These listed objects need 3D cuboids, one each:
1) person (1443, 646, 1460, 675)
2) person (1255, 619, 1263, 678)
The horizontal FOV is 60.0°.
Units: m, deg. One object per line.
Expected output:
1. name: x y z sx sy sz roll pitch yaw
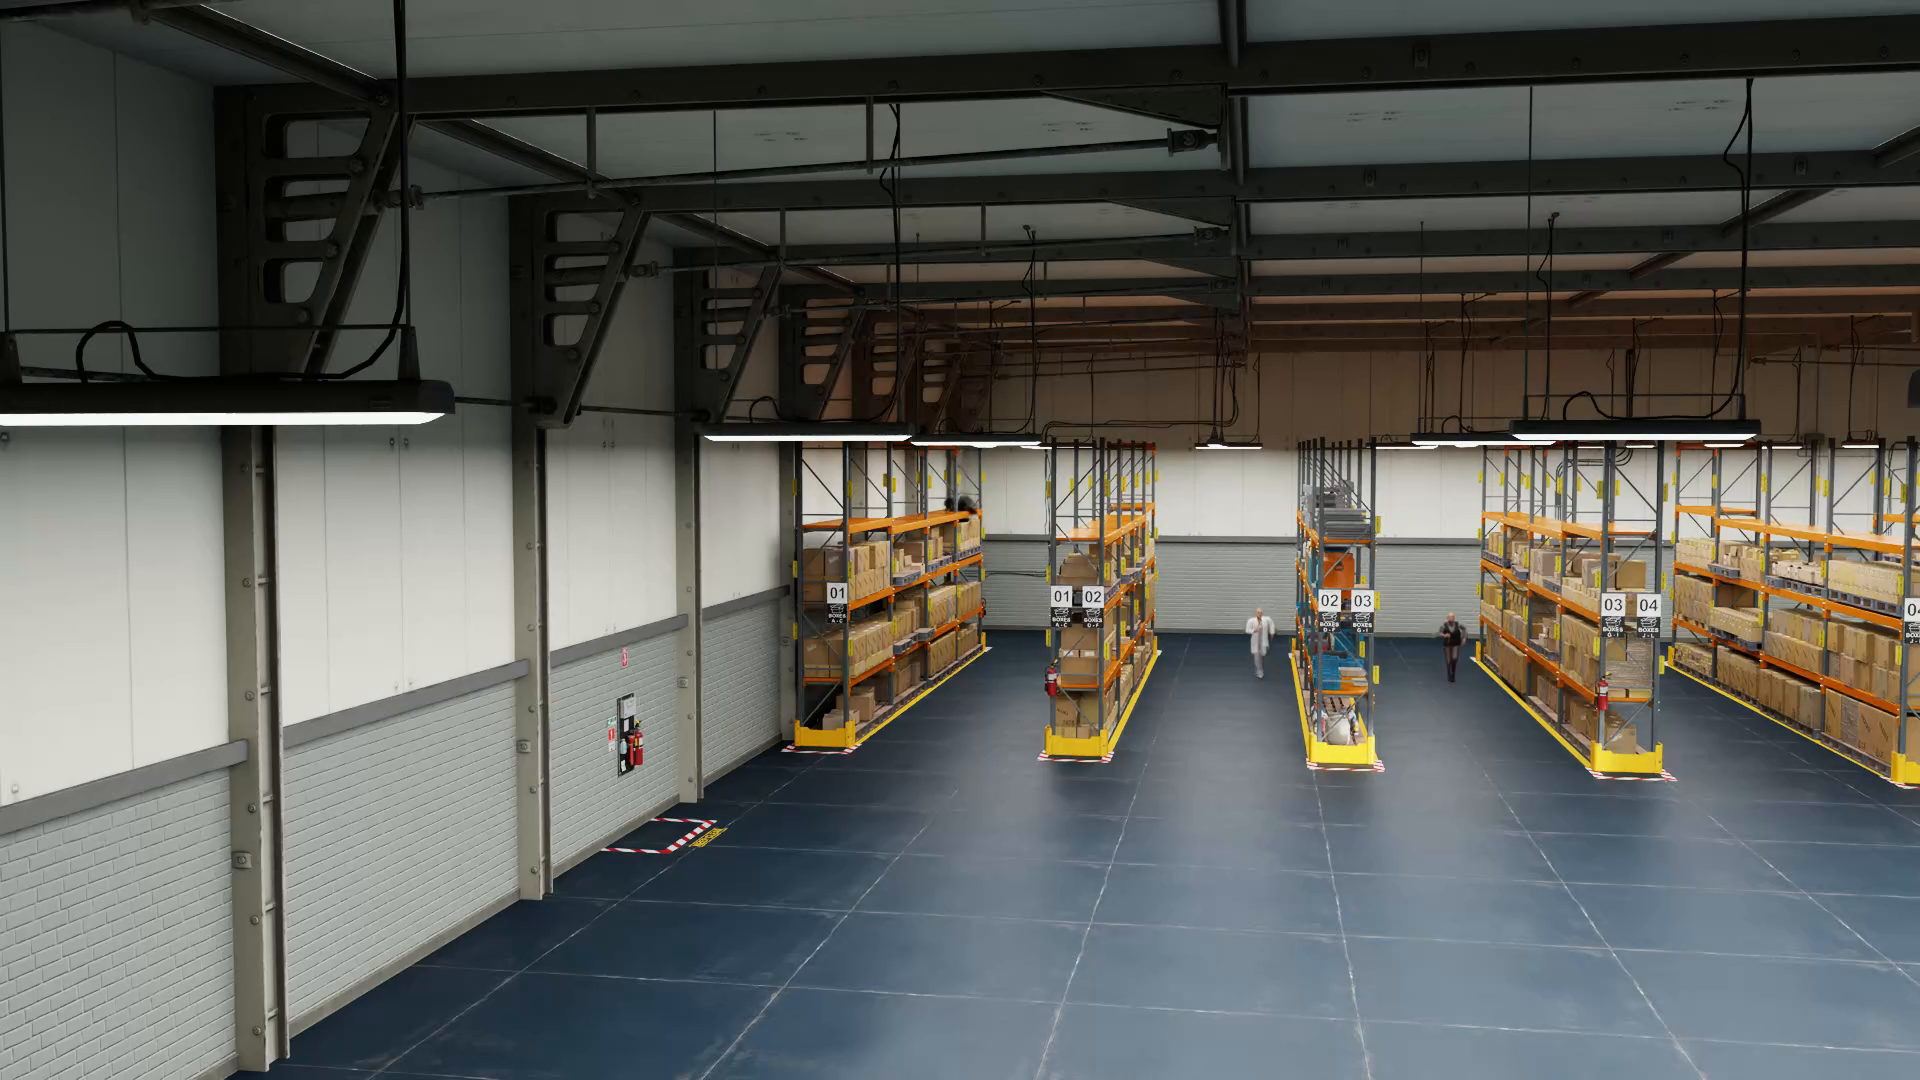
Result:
1. person: 12.253 2.944 41.460 0.410 0.883 0.779 1 3 16
2. person: 7.596 2.714 42.240 0.198 1.549 0.657 0 3 5
